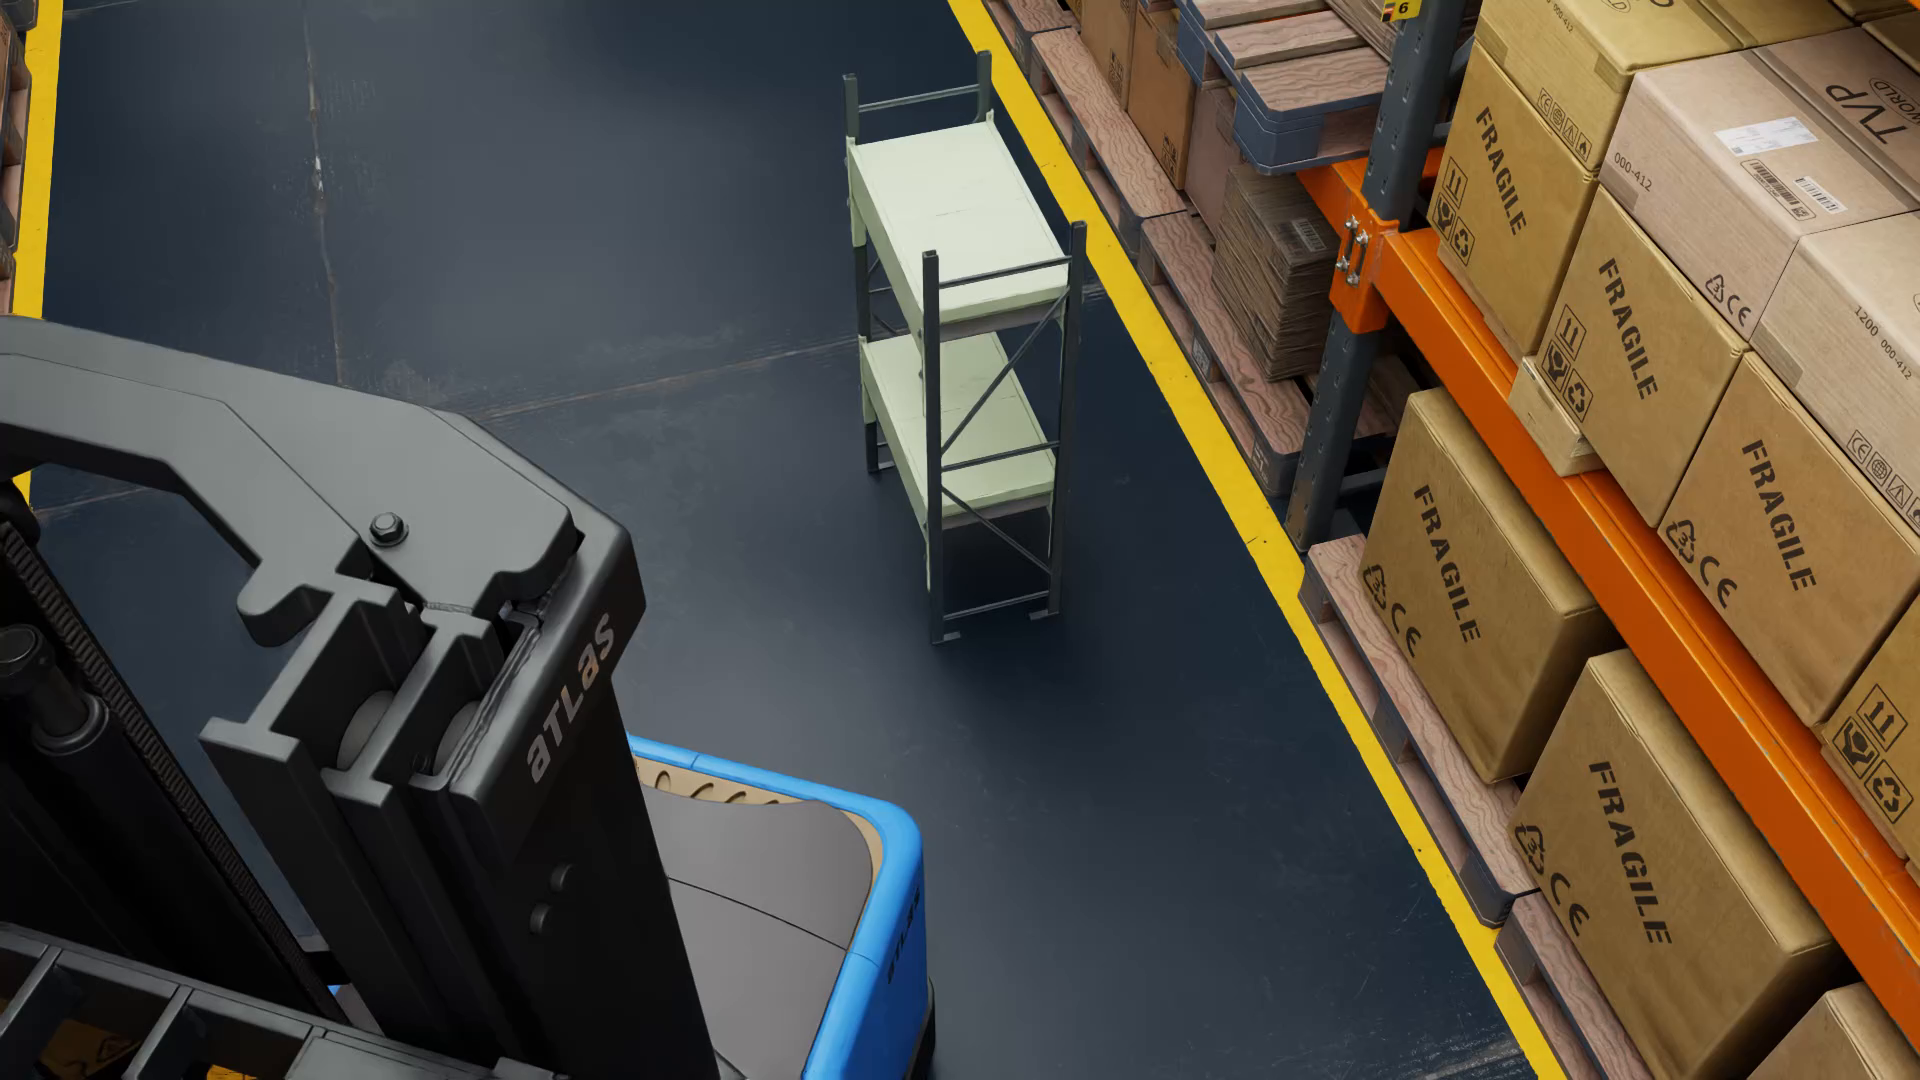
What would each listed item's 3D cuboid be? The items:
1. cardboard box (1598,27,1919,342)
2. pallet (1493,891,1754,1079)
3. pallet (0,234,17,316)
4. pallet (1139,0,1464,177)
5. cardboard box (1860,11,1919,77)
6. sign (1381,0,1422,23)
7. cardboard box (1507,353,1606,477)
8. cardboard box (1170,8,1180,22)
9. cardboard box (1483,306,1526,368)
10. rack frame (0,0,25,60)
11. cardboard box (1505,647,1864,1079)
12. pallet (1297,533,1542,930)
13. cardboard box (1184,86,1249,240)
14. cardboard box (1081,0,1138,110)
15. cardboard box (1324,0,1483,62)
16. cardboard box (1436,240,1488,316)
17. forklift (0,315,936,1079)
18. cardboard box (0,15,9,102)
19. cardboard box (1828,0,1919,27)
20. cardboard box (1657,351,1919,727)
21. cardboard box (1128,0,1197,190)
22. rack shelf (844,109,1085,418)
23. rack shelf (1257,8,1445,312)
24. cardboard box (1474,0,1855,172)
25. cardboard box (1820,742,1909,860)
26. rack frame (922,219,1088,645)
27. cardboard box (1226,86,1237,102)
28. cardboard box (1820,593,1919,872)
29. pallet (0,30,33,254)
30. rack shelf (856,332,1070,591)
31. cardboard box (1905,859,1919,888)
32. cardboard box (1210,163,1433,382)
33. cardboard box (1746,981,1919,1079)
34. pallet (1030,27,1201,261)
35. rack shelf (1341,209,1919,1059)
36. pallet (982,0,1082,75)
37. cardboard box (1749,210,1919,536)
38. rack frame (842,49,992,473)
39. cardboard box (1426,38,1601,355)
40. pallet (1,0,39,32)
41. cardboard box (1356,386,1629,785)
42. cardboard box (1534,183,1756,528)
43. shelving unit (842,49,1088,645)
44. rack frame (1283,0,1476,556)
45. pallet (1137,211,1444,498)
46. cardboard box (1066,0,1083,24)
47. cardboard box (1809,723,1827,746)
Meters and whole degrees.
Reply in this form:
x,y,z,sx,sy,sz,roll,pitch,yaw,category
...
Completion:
x,y,z,sx,sy,sz,roll,pitch,yaw,category
1.570,-0.671,3.090,0.500,0.250,0.500,-14,51,-11,cardboard box
2.041,1.304,4.013,1.003,0.211,1.213,-13,51,-11,pallet
-3.772,-0.555,5.580,1.003,0.211,1.213,-13,51,-11,pallet
1.210,-1.512,4.688,1.213,0.211,1.003,-13,51,-11,pallet
2.054,-0.802,3.200,0.500,0.250,0.500,-15,51,-12,cardboard box
1.007,-1.295,3.674,0.100,0.325,0.005,-13,51,-11,sign
1.463,-0.311,3.701,0.380,0.149,0.250,-12,51,-10,cardboard box
0.994,-1.974,5.809,0.500,0.250,0.500,-14,51,-11,cardboard box
1.465,-0.524,3.881,0.380,0.149,0.250,-13,51,-10,cardboard box
-4.391,-2.876,5.712,1.000,3.000,0.127,-13,51,-11,rack frame
1.868,0.688,3.839,0.750,0.750,0.750,-14,51,-11,cardboard box
1.684,0.415,4.762,1.003,0.211,1.213,-13,51,-11,pallet
1.219,-1.330,5.756,0.700,0.500,0.500,-13,51,-11,cardboard box
0.886,-2.053,6.366,0.700,0.500,0.500,-13,51,-11,cardboard box
1.374,-1.592,4.277,0.700,0.500,0.500,-19,52,-15,cardboard box
1.399,-0.710,4.038,0.380,0.149,0.250,-14,51,-12,cardboard box
-0.969,1.276,2.257,1.130,2.935,3.031,13,51,11,forklift
-3.992,-1.888,6.403,0.500,0.250,0.500,-14,51,-11,cardboard box
1.904,-1.181,3.520,0.500,0.250,0.500,-12,51,-10,cardboard box
1.713,-0.052,3.059,0.500,0.500,0.500,-14,51,-11,cardboard box
1.045,-1.686,6.057,0.700,0.500,0.500,-14,51,-11,cardboard box
-0.002,-0.740,4.382,0.431,0.370,0.720,-13,51,-11,rack shelf
0.931,-2.306,5.703,1.077,0.370,4.000,-13,51,-11,rack shelf
1.419,-1.042,3.403,0.500,0.250,0.500,-12,51,-10,cardboard box
1.863,0.408,3.095,0.380,0.149,0.250,-13,51,-11,cardboard box
0.106,-0.221,4.455,0.400,1.500,0.023,-13,51,-11,rack frame
1.151,-1.599,5.493,0.500,0.250,0.500,-12,51,-10,cardboard box
1.875,0.327,2.740,0.500,0.500,0.500,-12,51,-10,cardboard box
-4.136,-1.448,6.332,1.003,0.211,1.213,-13,51,-11,pallet
-0.002,-0.278,4.930,0.431,0.370,0.720,-13,51,-11,rack shelf
1.934,0.602,2.932,0.380,0.149,0.250,-12,51,-10,cardboard box
1.260,-0.927,5.417,0.700,0.500,0.500,-13,51,-10,cardboard box
2.123,1.308,3.317,0.750,0.750,0.750,-12,51,-10,cardboard box
0.936,-1.639,6.494,1.003,0.211,1.213,-13,51,-11,pallet
2.114,0.616,3.240,1.077,0.370,4.000,-13,51,-11,rack shelf
0.571,-2.531,7.246,1.003,0.211,1.213,-13,51,-11,pallet
1.722,-0.307,2.783,0.500,0.250,0.500,-13,51,-11,cardboard box
-0.110,-0.756,4.906,0.400,1.500,0.023,-13,51,-11,rack frame
1.422,-0.799,3.689,0.500,0.500,0.500,-12,51,-10,cardboard box
-4.587,-2.567,7.276,1.003,0.211,1.213,-13,51,-11,pallet
1.615,0.047,4.380,0.750,0.750,0.750,-14,51,-11,cardboard box
1.568,-0.414,3.364,0.500,0.500,0.500,-12,51,-10,cardboard box
-0.002,-0.488,4.681,0.431,1.500,0.755,-13,51,-11,shelving unit
1.523,-1.077,4.196,1.000,3.000,0.127,-13,51,-11,rack frame
1.293,-0.749,5.744,1.003,0.211,1.213,-13,51,-11,pallet
0.774,-2.435,6.688,0.700,0.500,0.500,-14,51,-12,cardboard box
1.806,0.224,3.251,0.380,0.149,0.250,-13,51,-10,cardboard box
